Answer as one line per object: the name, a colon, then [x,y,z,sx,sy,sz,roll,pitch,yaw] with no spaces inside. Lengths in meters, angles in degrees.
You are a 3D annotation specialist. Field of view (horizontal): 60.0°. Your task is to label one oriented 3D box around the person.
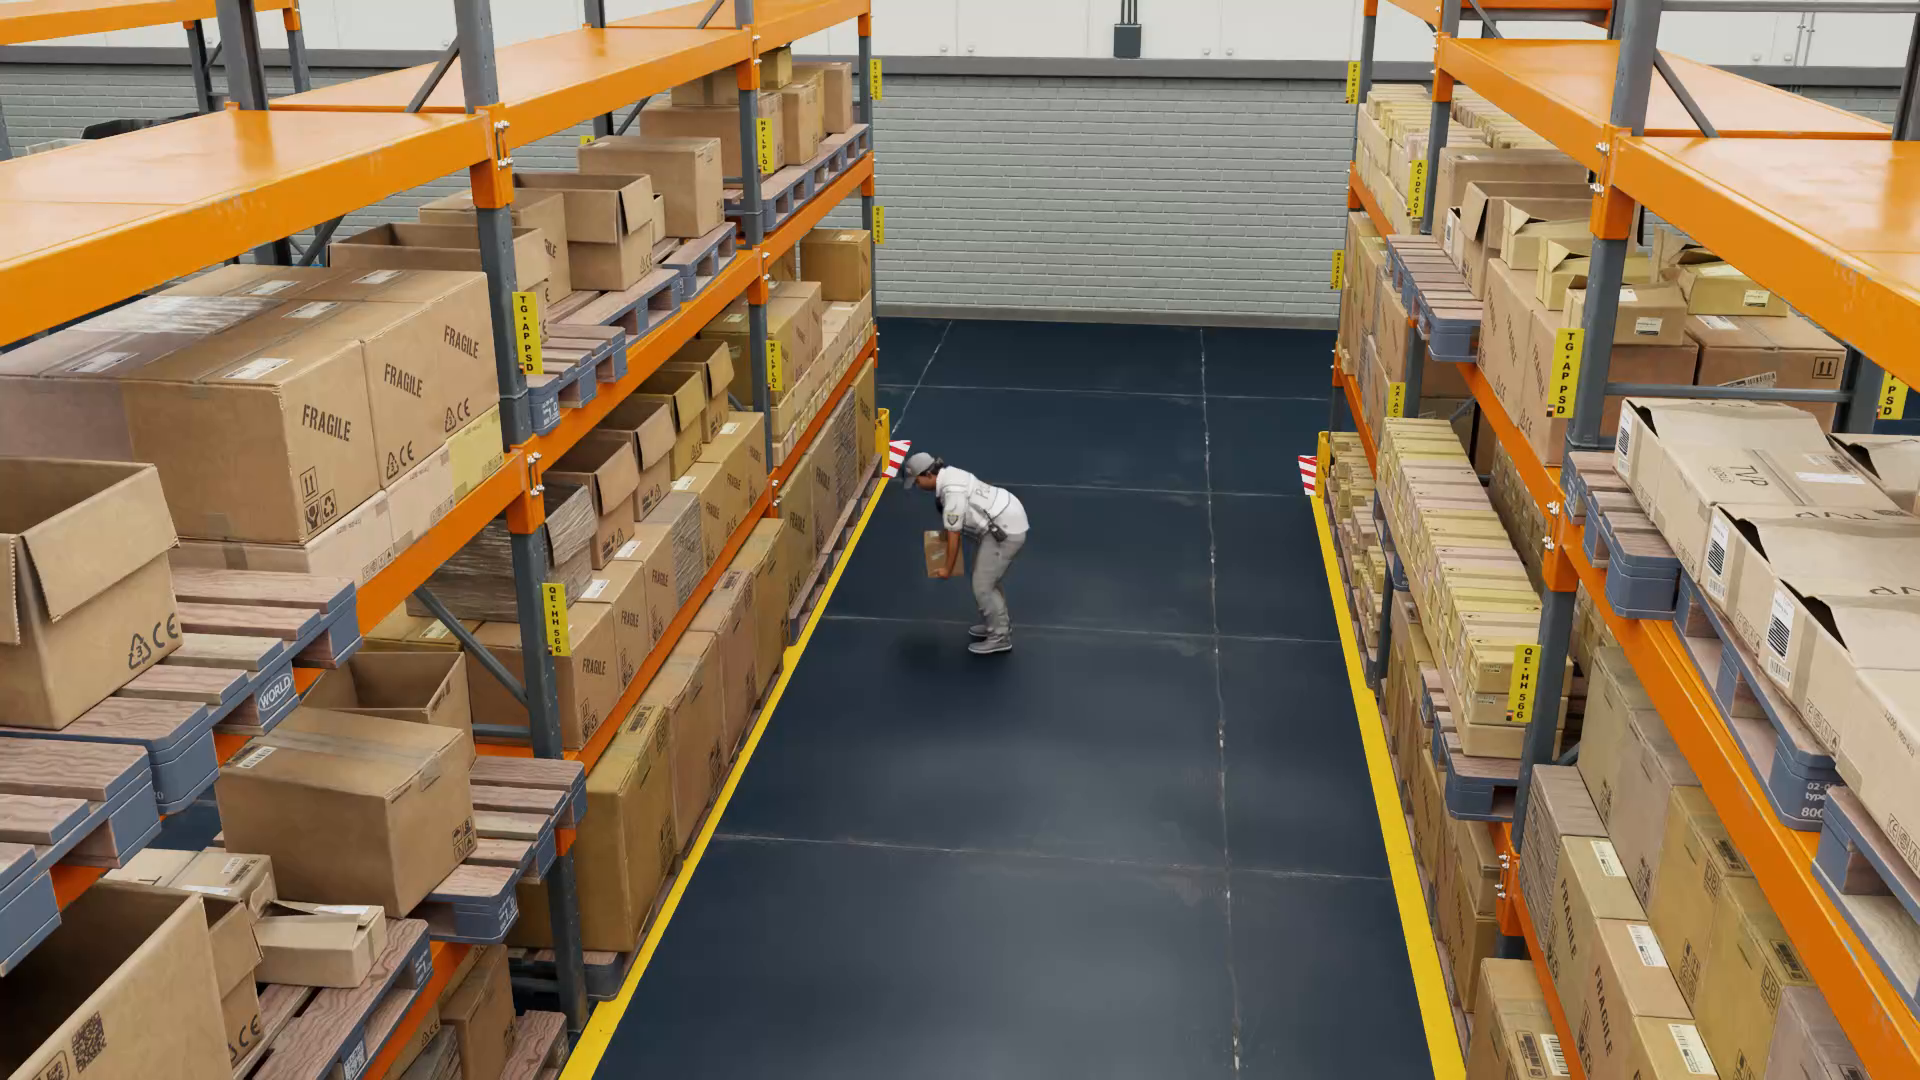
person: [0.041,0.068,11.297,0.848,1.390,0.457,0,21,-1]
